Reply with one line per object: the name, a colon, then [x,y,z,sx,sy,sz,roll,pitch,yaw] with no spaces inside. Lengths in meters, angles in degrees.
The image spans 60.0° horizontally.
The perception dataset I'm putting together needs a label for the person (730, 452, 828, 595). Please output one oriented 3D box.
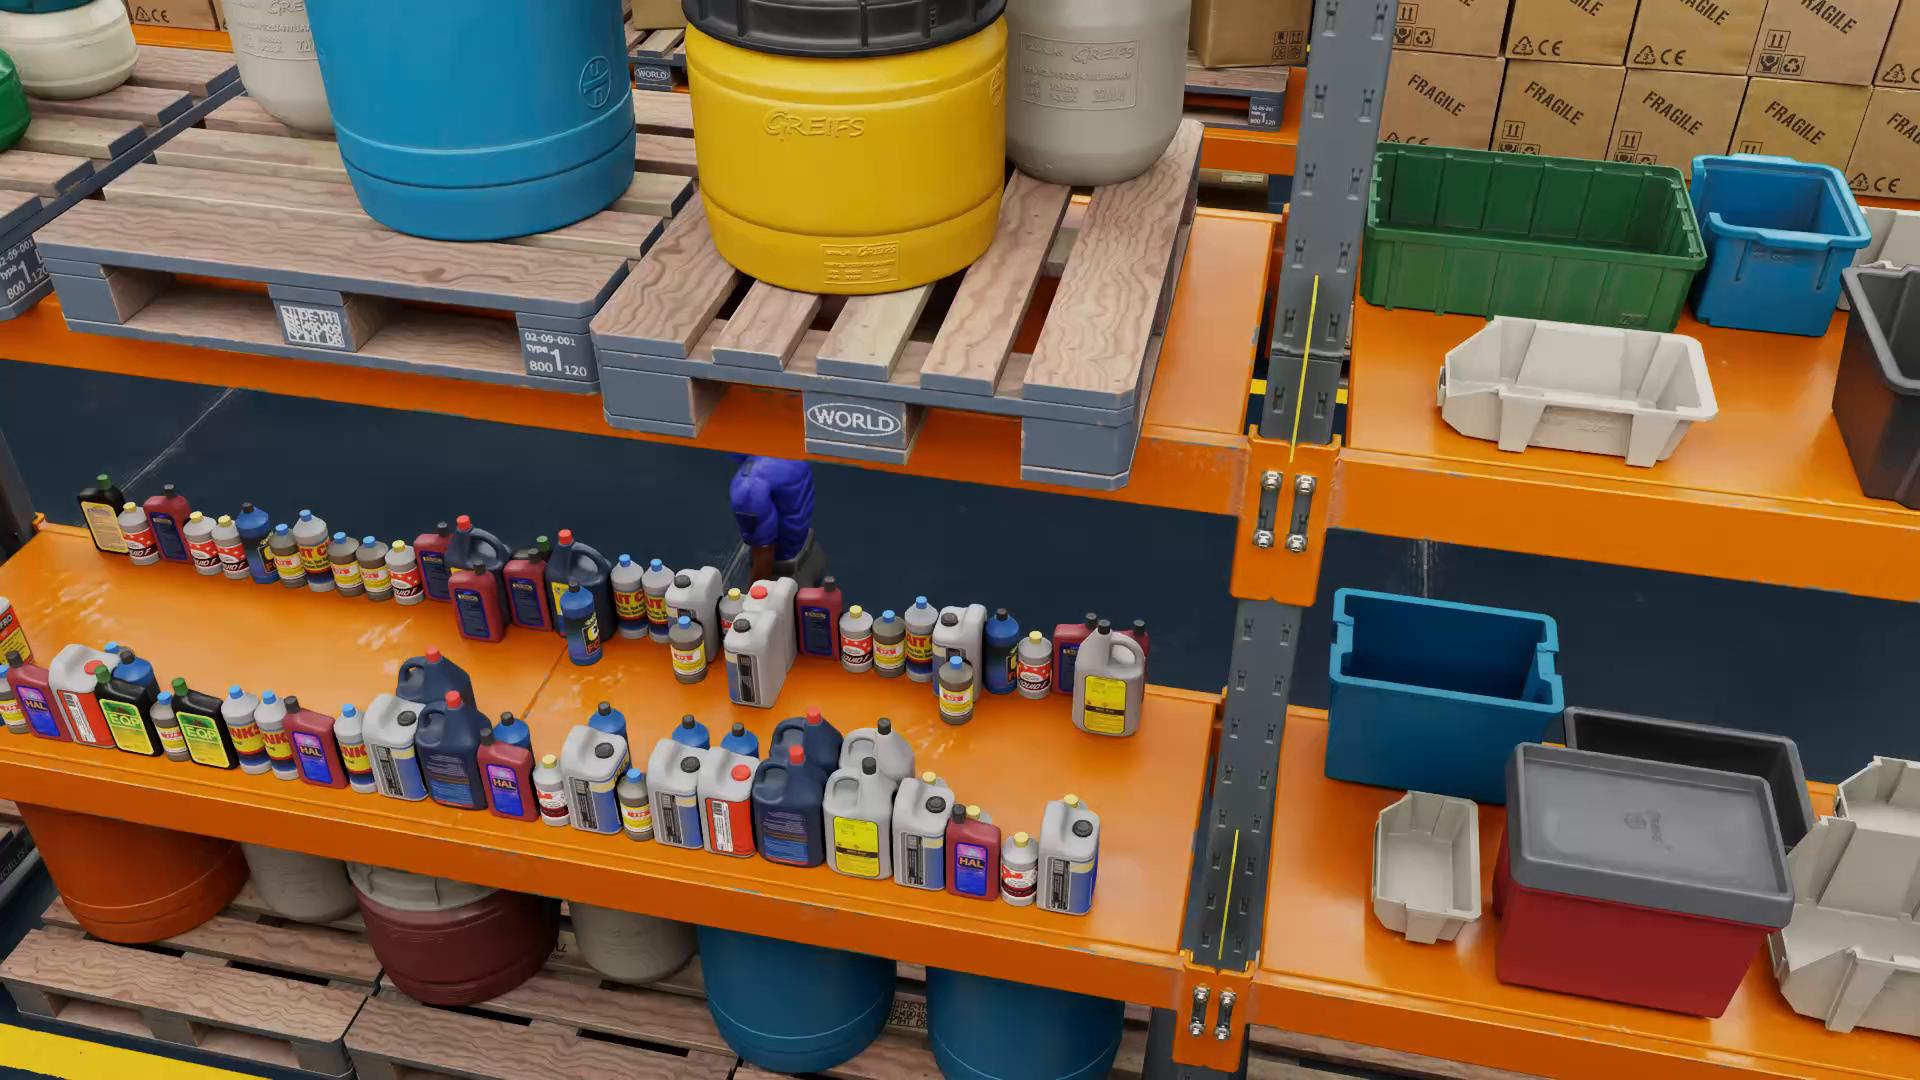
person: [-0.670,0.127,5.982,0.350,1.655,0.507,7,37,10]
